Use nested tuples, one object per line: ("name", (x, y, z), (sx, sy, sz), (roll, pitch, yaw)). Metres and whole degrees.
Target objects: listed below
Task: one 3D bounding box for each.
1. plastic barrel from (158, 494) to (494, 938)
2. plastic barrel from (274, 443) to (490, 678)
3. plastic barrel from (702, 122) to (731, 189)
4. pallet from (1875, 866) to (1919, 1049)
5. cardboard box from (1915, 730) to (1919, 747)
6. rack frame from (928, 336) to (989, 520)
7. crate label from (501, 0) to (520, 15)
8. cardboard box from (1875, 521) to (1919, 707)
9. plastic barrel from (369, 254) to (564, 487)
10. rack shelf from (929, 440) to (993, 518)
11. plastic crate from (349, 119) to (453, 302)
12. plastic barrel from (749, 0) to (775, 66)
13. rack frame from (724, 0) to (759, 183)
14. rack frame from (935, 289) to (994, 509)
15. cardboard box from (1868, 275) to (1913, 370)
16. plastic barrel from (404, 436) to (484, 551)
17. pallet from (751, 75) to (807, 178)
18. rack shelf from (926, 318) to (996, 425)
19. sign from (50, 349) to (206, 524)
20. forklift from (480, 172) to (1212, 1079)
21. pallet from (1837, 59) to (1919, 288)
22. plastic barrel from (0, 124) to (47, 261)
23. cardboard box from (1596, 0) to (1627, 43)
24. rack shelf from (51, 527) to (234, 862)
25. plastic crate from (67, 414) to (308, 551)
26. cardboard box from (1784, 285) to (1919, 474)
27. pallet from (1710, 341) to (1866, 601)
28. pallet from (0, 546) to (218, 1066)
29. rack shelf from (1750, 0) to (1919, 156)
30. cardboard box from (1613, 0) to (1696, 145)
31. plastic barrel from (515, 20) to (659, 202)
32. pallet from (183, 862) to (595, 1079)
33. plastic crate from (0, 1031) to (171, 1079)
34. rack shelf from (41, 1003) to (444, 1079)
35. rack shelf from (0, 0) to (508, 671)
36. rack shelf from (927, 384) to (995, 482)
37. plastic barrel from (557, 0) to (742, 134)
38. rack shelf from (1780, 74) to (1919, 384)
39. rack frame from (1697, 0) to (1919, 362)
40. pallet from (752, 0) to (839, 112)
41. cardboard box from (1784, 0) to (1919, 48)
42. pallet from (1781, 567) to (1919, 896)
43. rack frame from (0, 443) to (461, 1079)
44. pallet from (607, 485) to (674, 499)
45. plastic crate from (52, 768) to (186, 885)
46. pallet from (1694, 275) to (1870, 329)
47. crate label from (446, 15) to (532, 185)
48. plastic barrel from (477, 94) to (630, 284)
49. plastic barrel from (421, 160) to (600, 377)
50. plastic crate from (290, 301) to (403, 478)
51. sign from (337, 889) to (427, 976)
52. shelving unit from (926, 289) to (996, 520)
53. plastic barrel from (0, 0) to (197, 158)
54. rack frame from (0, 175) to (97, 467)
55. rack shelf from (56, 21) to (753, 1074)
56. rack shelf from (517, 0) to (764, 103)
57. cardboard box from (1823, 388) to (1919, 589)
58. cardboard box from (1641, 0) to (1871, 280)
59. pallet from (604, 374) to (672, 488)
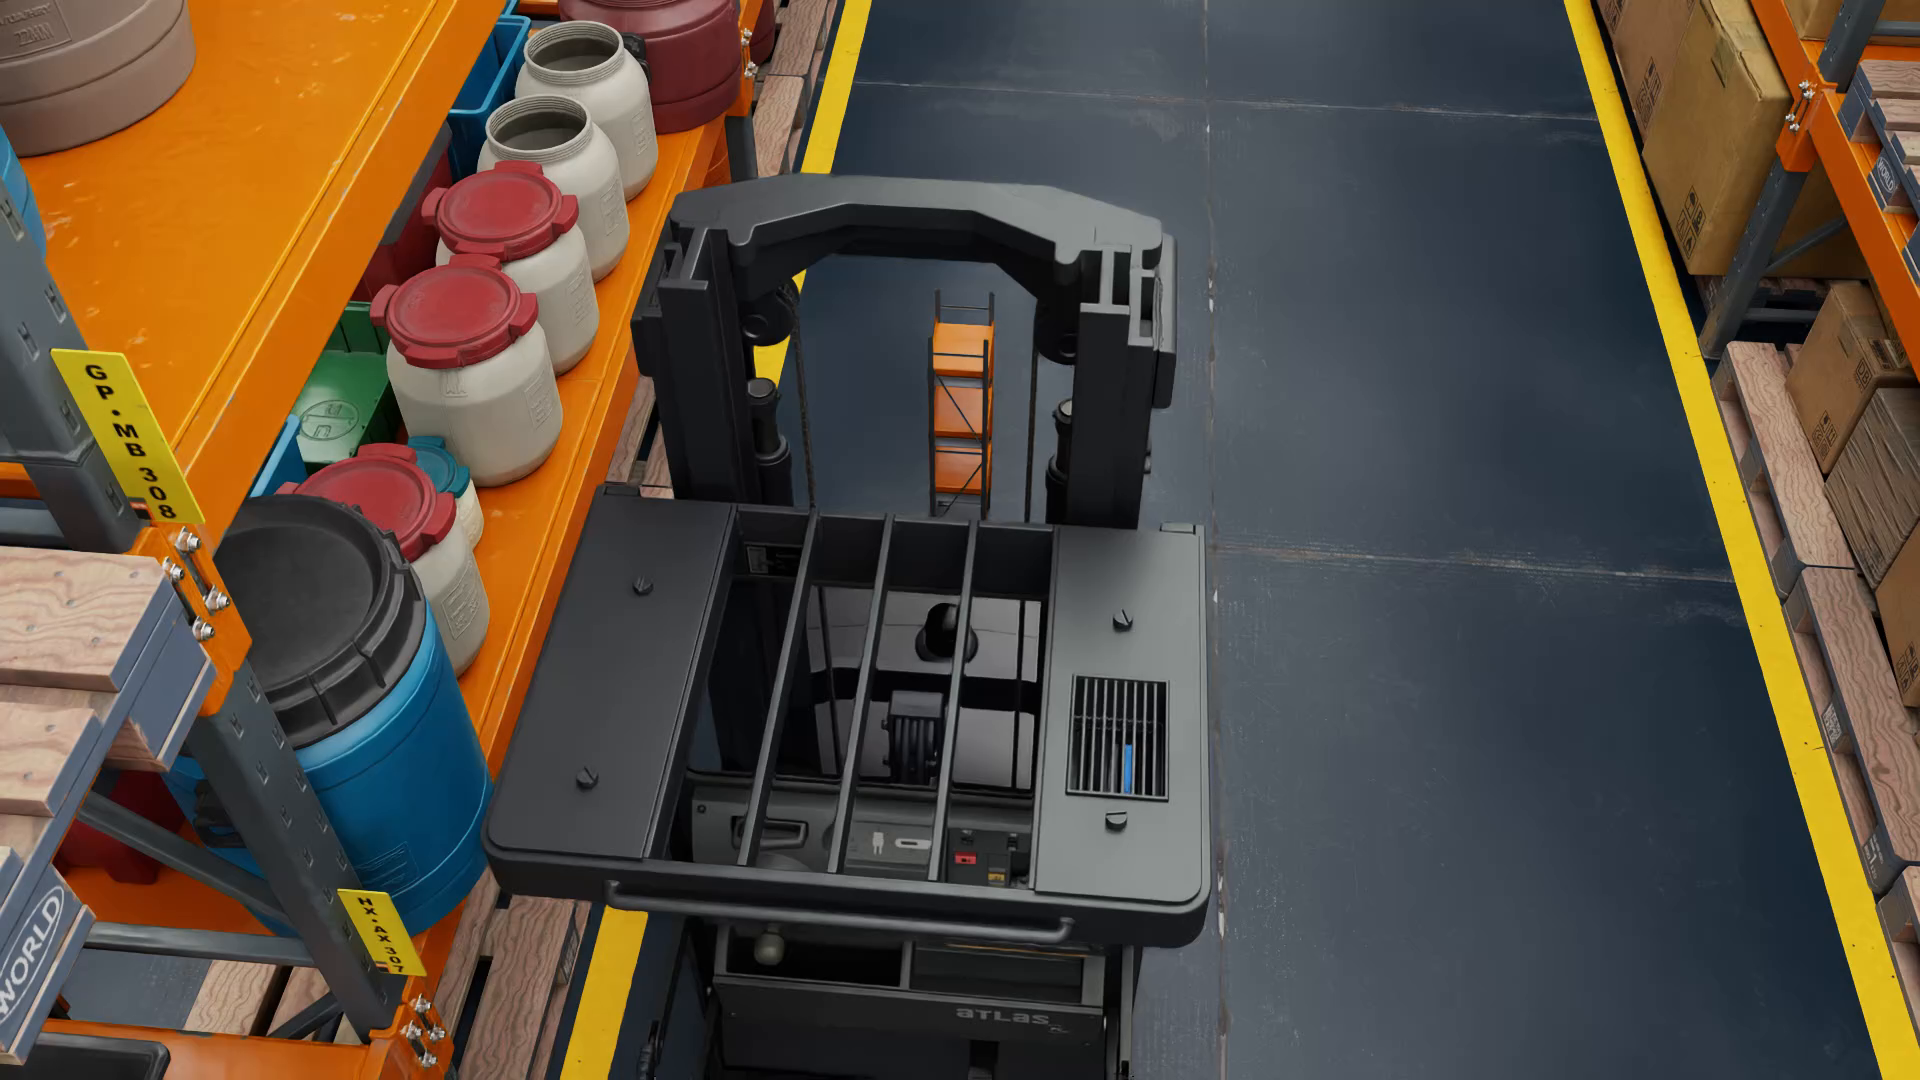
("plastic barrel", (-1.358, 0.400, 3.511), (0.600, 0.901, 0.708), (4, 48, 4))
("plastic barrel", (-1.389, 0.099, 4.035), (0.433, 0.535, 0.433), (0, 48, 0))
("plastic barrel", (-1.303, -1.876, 7.119), (0.600, 0.830, 0.708), (4, 48, 4))
("pallet", (3.307, 1.535, 4.703), (1.003, 0.211, 1.213), (4, 48, 4))
("cardboard box", (3.428, 0.651, 5.018), (0.700, 0.500, 0.500), (0, 48, 0))
("rack frame", (-0.006, -0.304, 5.817), (0.200, 1.050, 0.008), (4, 48, 4))
("crate label", (-1.742, -1.766, 5.945), (0.303, 0.233, 0.416), (4, 48, 4))
("cardboard box", (3.478, 0.241, 5.393), (0.700, 0.500, 0.500), (7, 48, 7))
("plastic barrel", (-1.322, -0.440, 4.528), (0.433, 0.535, 0.433), (0, 48, 0))
("rack shelf", (0.005, -0.199, 6.111), (0.215, 0.259, 0.240), (4, 48, 4))
("plastic crate", (-1.782, -0.961, 5.053), (0.402, 0.464, 0.583), (4, 48, 4))
("plastic barrel", (-1.200, -2.625, 7.967), (0.600, 0.588, 0.708), (4, 48, 4))
("rack frame", (-1.330, -2.106, 6.144), (1.000, 3.000, 0.127), (4, 48, 4))
("rack frame", (0.016, -0.483, 5.981), (0.200, 1.050, 0.008), (4, 48, 4))
("cardboard box", (3.571, -0.837, 5.870), (0.500, 0.250, 0.500), (6, 48, 5))
("plastic barrel", (-1.421, -0.083, 4.387), (0.301, 0.262, 0.301), (0, 48, 0))
("pallet", (-1.300, -1.747, 7.705), (1.003, 0.211, 1.213), (4, 48, 4))
("rack shelf", (0.005, -0.578, 5.697), (0.215, 0.259, 0.240), (4, 48, 4))
("sign", (-1.148, -0.137, 2.304), (0.100, 0.325, 0.005), (4, 48, 4))
("forklift", (-0.138, 0.855, 3.482), (1.130, 2.935, 3.031), (4, 48, 4))
("pallet", (3.643, -1.178, 5.424), (1.213, 0.211, 1.003), (4, 48, 4))
("plastic barrel", (-1.865, -0.737, 2.519), (0.600, 0.901, 0.708), (4, 48, 4))
("cardboard box", (3.848, -3.009, 8.125), (1.225, 0.875, 0.875), (2, 48, 2))
("rack shelf", (-1.877, 1.533, 1.270), (1.077, 0.370, 4.000), (4, 48, 4))
("plastic crate", (-1.904, 0.007, 4.222), (0.392, 0.384, 0.575), (4, 48, 4))
("cardboard box", (3.561, -0.584, 6.148), (0.700, 0.500, 0.500), (2, 48, 1))
("pallet", (3.529, -0.258, 6.343), (1.003, 0.211, 1.213), (4, 48, 4))
("pallet", (-1.663, 0.421, 1.927), (1.213, 0.211, 1.003), (4, 48, 4))
("rack shelf", (3.784, -3.000, 7.449), (1.077, 0.370, 4.000), (4, 48, 4))
("cardboard box", (3.775, -2.358, 7.529), (1.225, 0.875, 0.875), (4, 48, 4))
("plastic barrel", (-1.211, -1.374, 5.398), (0.421, 0.512, 0.421), (0, 48, 0))
("pallet", (-1.662, 1.194, 5.015), (1.003, 0.211, 1.213), (4, 48, 4))
("plastic crate", (-1.869, 1.230, 3.134), (0.767, 0.338, 0.504), (4, 48, 4))
("rack shelf", (-1.877, 2.545, 2.377), (1.077, 0.370, 4.000), (4, 48, 4))
("rack shelf", (-1.512, -1.406, 3.958), (1.077, 0.370, 4.000), (4, 48, 4))
("rack shelf", (0.005, -0.386, 5.906), (0.215, 0.259, 0.240), (4, 48, 4))
("plastic barrel", (-1.071, -1.791, 5.763), (0.600, 0.536, 0.708), (4, 48, 4))
("rack shelf", (3.420, -0.061, 4.760), (1.077, 0.370, 4.000), (4, 48, 4))
("rack frame", (3.602, -1.773, 5.839), (1.000, 3.000, 0.127), (4, 48, 4))
("pallet", (-1.186, -2.641, 8.523), (1.003, 0.211, 1.213), (4, 48, 4))
("cardboard box", (3.400, -2.186, 6.149), (0.500, 0.500, 0.500), (5, 48, 5))
("pallet", (3.416, 0.636, 5.525), (1.003, 0.211, 1.213), (4, 48, 4))
("rack frame", (-1.695, 0.833, 3.455), (1.000, 3.000, 0.127), (4, 48, 4))
("pallet", (-1.553, 0.295, 5.837), (1.003, 0.211, 1.213), (4, 48, 4))
("plastic crate", (-1.955, 0.435, 3.776), (0.402, 0.464, 0.583), (4, 48, 4))
("pallet", (3.749, -1.406, 7.393), (1.003, 0.211, 1.213), (4, 48, 4))
("crate label", (-1.690, -1.406, 5.480), (0.502, 0.435, 0.616), (4, 48, 4))
("plastic barrel", (-1.250, -1.064, 5.115), (0.421, 0.512, 0.421), (0, 48, 0))
("plastic barrel", (-1.283, -0.758, 4.819), (0.433, 0.535, 0.433), (0, 48, 0))
("plastic crate", (-1.817, -0.394, 4.721), (0.450, 0.188, 0.662), (4, 48, 4))
("sign", (-1.148, 0.785, 3.312), (0.100, 0.325, 0.005), (4, 48, 4))
("shelving unit", (0.005, -0.394, 5.899), (0.215, 1.050, 0.252), (4, 48, 4))
("plastic barrel", (-1.805, -1.217, 2.958), (0.600, 0.901, 0.600), (0, 48, 0))
("rack frame", (-1.695, -1.192, 1.242), (1.000, 3.000, 0.127), (4, 48, 4))
("rack shelf", (-1.512, -0.394, 5.065), (1.077, 0.370, 4.000), (4, 48, 4))
("rack shelf", (-1.148, -3.333, 7.753), (1.077, 0.370, 4.000), (4, 48, 4))
("cardboard box", (3.523, -0.176, 5.774), (0.700, 0.500, 0.500), (0, 48, 0))
("cardboard box", (3.686, -1.704, 6.931), (1.225, 0.875, 0.875), (2, 48, 2))
("pallet", (-1.439, -0.599, 6.654), (1.003, 0.211, 1.213), (4, 48, 4))
